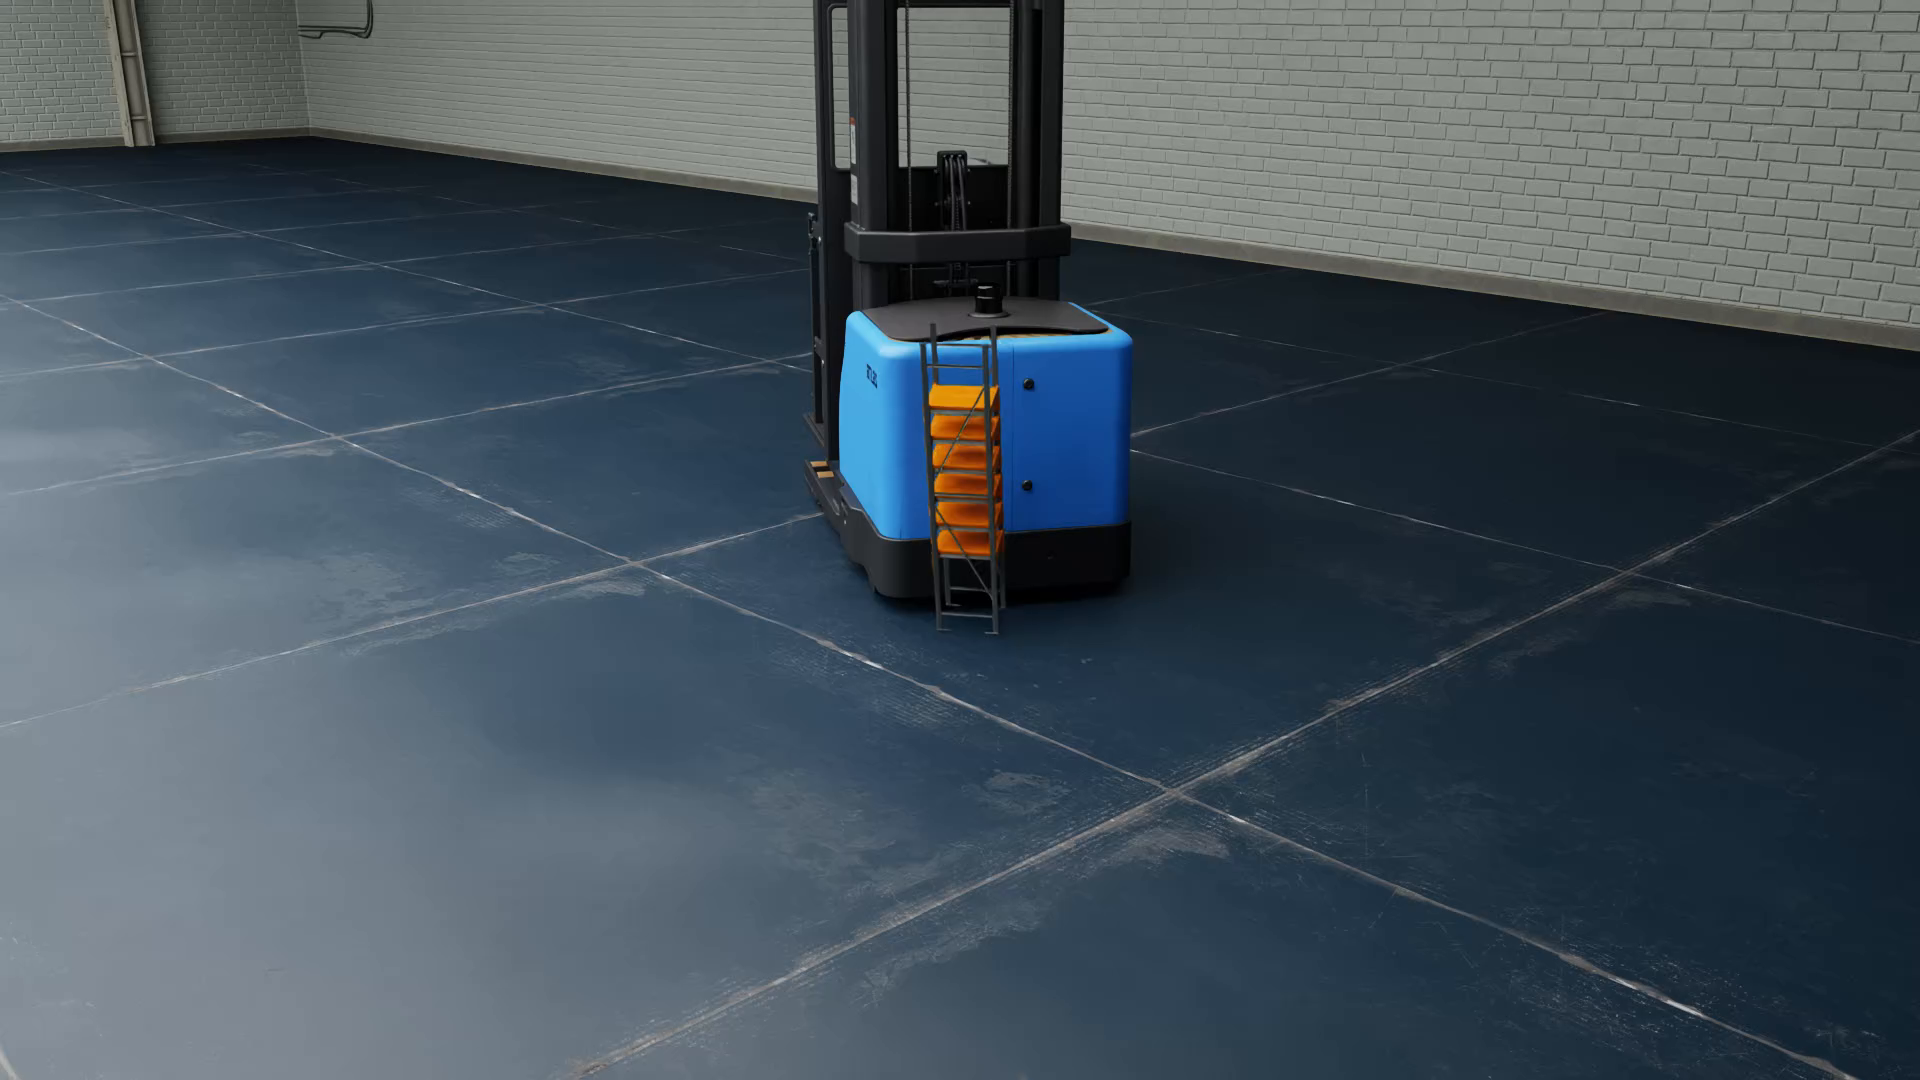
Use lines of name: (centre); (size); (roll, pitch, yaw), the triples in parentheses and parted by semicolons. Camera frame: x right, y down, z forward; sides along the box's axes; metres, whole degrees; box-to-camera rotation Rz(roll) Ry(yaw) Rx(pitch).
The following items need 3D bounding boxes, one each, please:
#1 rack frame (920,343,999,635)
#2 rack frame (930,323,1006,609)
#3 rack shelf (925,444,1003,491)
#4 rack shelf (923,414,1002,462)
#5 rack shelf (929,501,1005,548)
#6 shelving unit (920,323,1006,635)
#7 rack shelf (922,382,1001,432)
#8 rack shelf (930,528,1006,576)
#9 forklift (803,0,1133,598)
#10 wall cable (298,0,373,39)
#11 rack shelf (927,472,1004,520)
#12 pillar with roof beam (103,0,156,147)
rack frame: (0.004, -0.161, 6.077); (0.240, 1.200, 0.006); (3, 31, 10)
rack frame: (0.037, -0.254, 6.231); (0.240, 1.200, 0.006); (3, 31, 10)
rack shelf: (0.017, -0.273, 6.116); (0.258, 0.103, 0.180); (3, 31, 10)
rack shelf: (0.012, -0.376, 6.055); (0.258, 0.103, 0.180); (3, 31, 10)
rack shelf: (0.028, -0.066, 6.237); (0.258, 0.103, 0.180); (3, 31, 10)
shelving unit: (0.021, -0.207, 6.154); (0.258, 1.200, 0.189); (3, 31, 10)
rack shelf: (0.007, -0.479, 5.995); (0.258, 0.103, 0.180); (3, 31, 10)
rack shelf: (0.033, 0.038, 6.298); (0.258, 0.103, 0.180); (3, 31, 10)
forklift: (-0.145, -1.581, 7.608); (1.130, 2.935, 3.031); (-4, 18, -13)
wall cable: (-10.709, -9.752, 28.008); (0.112, 2.526, 3.097); (-16, 24, -41)
rack shelf: (0.023, -0.169, 6.176); (0.258, 0.103, 0.180); (3, 31, 10)
pillar with roof beam: (-10.800, -9.937, 23.542); (0.400, 9.000, 9.100); (-16, 24, -41)
